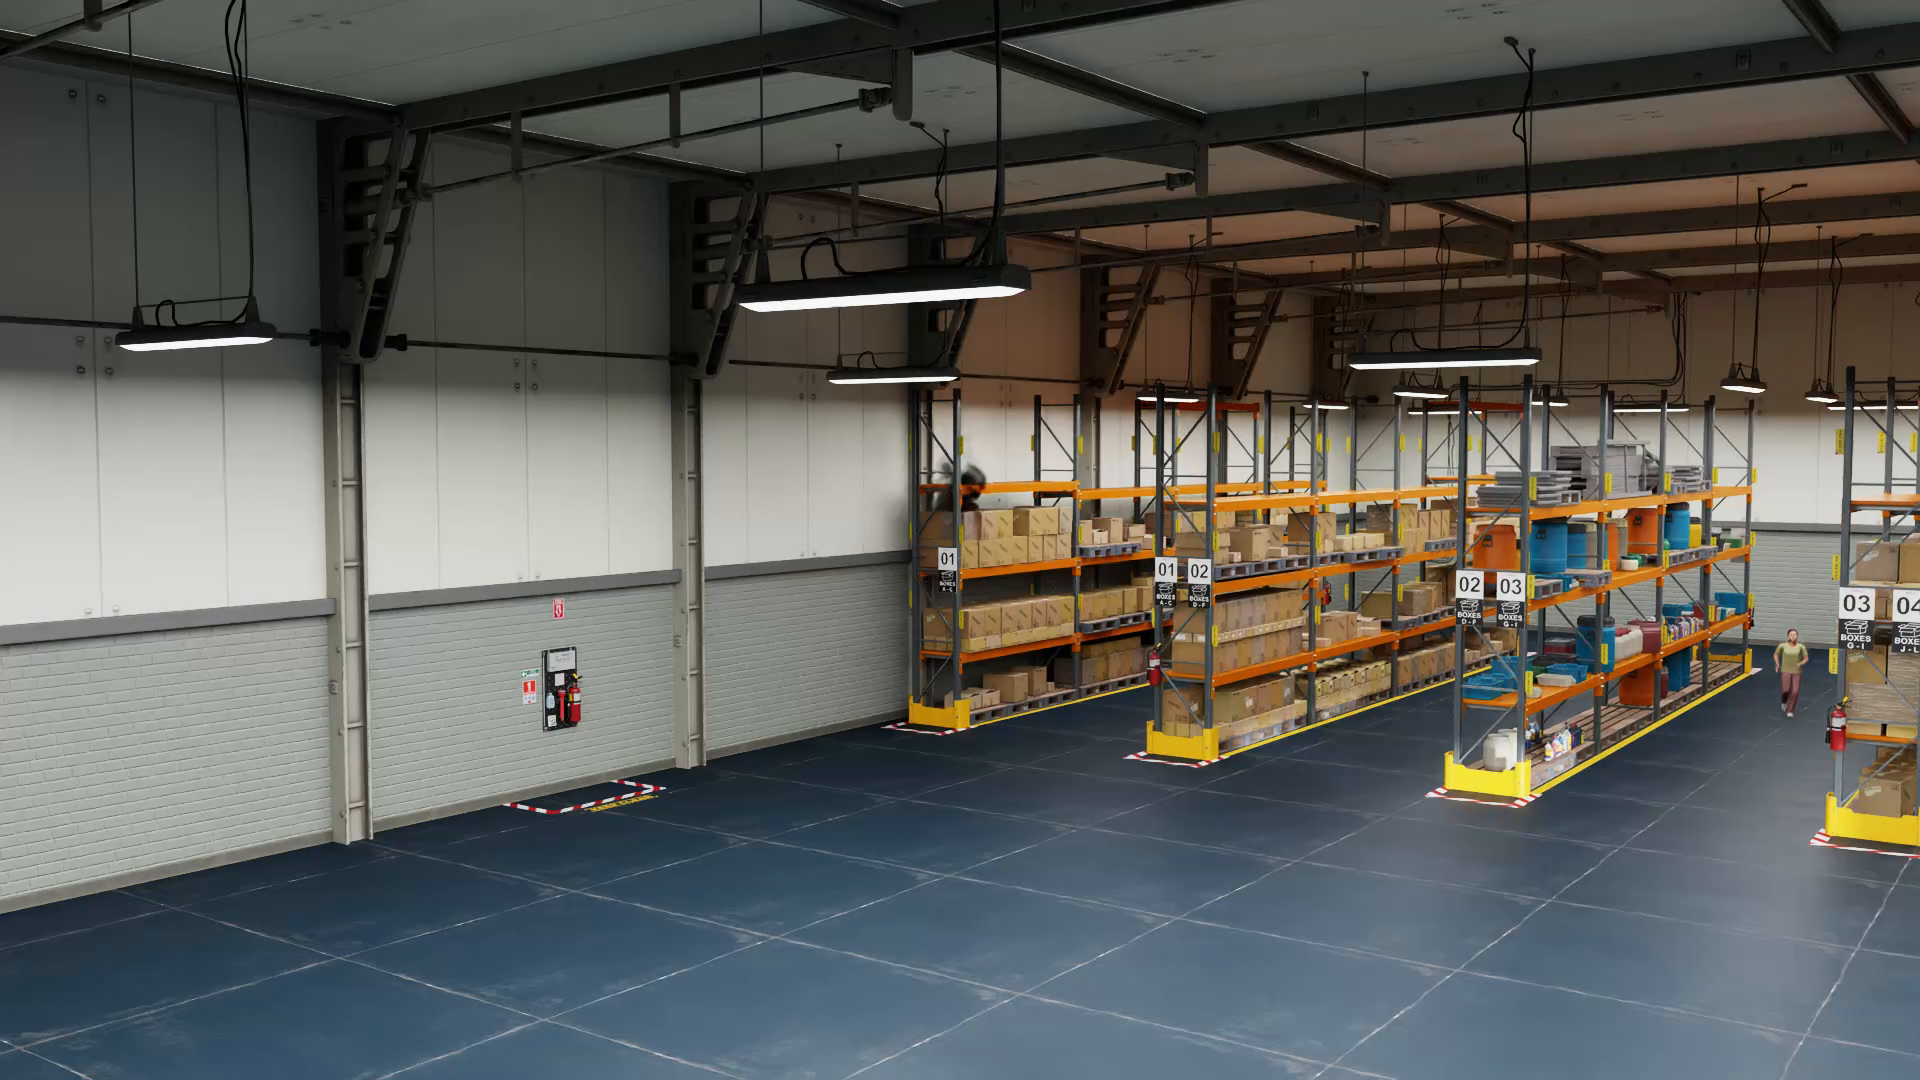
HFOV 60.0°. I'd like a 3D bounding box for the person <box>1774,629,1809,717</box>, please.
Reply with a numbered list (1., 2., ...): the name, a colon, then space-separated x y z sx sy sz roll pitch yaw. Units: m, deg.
1. person: 15.276 2.447 30.560 0.575 1.627 0.540 1 4 23
